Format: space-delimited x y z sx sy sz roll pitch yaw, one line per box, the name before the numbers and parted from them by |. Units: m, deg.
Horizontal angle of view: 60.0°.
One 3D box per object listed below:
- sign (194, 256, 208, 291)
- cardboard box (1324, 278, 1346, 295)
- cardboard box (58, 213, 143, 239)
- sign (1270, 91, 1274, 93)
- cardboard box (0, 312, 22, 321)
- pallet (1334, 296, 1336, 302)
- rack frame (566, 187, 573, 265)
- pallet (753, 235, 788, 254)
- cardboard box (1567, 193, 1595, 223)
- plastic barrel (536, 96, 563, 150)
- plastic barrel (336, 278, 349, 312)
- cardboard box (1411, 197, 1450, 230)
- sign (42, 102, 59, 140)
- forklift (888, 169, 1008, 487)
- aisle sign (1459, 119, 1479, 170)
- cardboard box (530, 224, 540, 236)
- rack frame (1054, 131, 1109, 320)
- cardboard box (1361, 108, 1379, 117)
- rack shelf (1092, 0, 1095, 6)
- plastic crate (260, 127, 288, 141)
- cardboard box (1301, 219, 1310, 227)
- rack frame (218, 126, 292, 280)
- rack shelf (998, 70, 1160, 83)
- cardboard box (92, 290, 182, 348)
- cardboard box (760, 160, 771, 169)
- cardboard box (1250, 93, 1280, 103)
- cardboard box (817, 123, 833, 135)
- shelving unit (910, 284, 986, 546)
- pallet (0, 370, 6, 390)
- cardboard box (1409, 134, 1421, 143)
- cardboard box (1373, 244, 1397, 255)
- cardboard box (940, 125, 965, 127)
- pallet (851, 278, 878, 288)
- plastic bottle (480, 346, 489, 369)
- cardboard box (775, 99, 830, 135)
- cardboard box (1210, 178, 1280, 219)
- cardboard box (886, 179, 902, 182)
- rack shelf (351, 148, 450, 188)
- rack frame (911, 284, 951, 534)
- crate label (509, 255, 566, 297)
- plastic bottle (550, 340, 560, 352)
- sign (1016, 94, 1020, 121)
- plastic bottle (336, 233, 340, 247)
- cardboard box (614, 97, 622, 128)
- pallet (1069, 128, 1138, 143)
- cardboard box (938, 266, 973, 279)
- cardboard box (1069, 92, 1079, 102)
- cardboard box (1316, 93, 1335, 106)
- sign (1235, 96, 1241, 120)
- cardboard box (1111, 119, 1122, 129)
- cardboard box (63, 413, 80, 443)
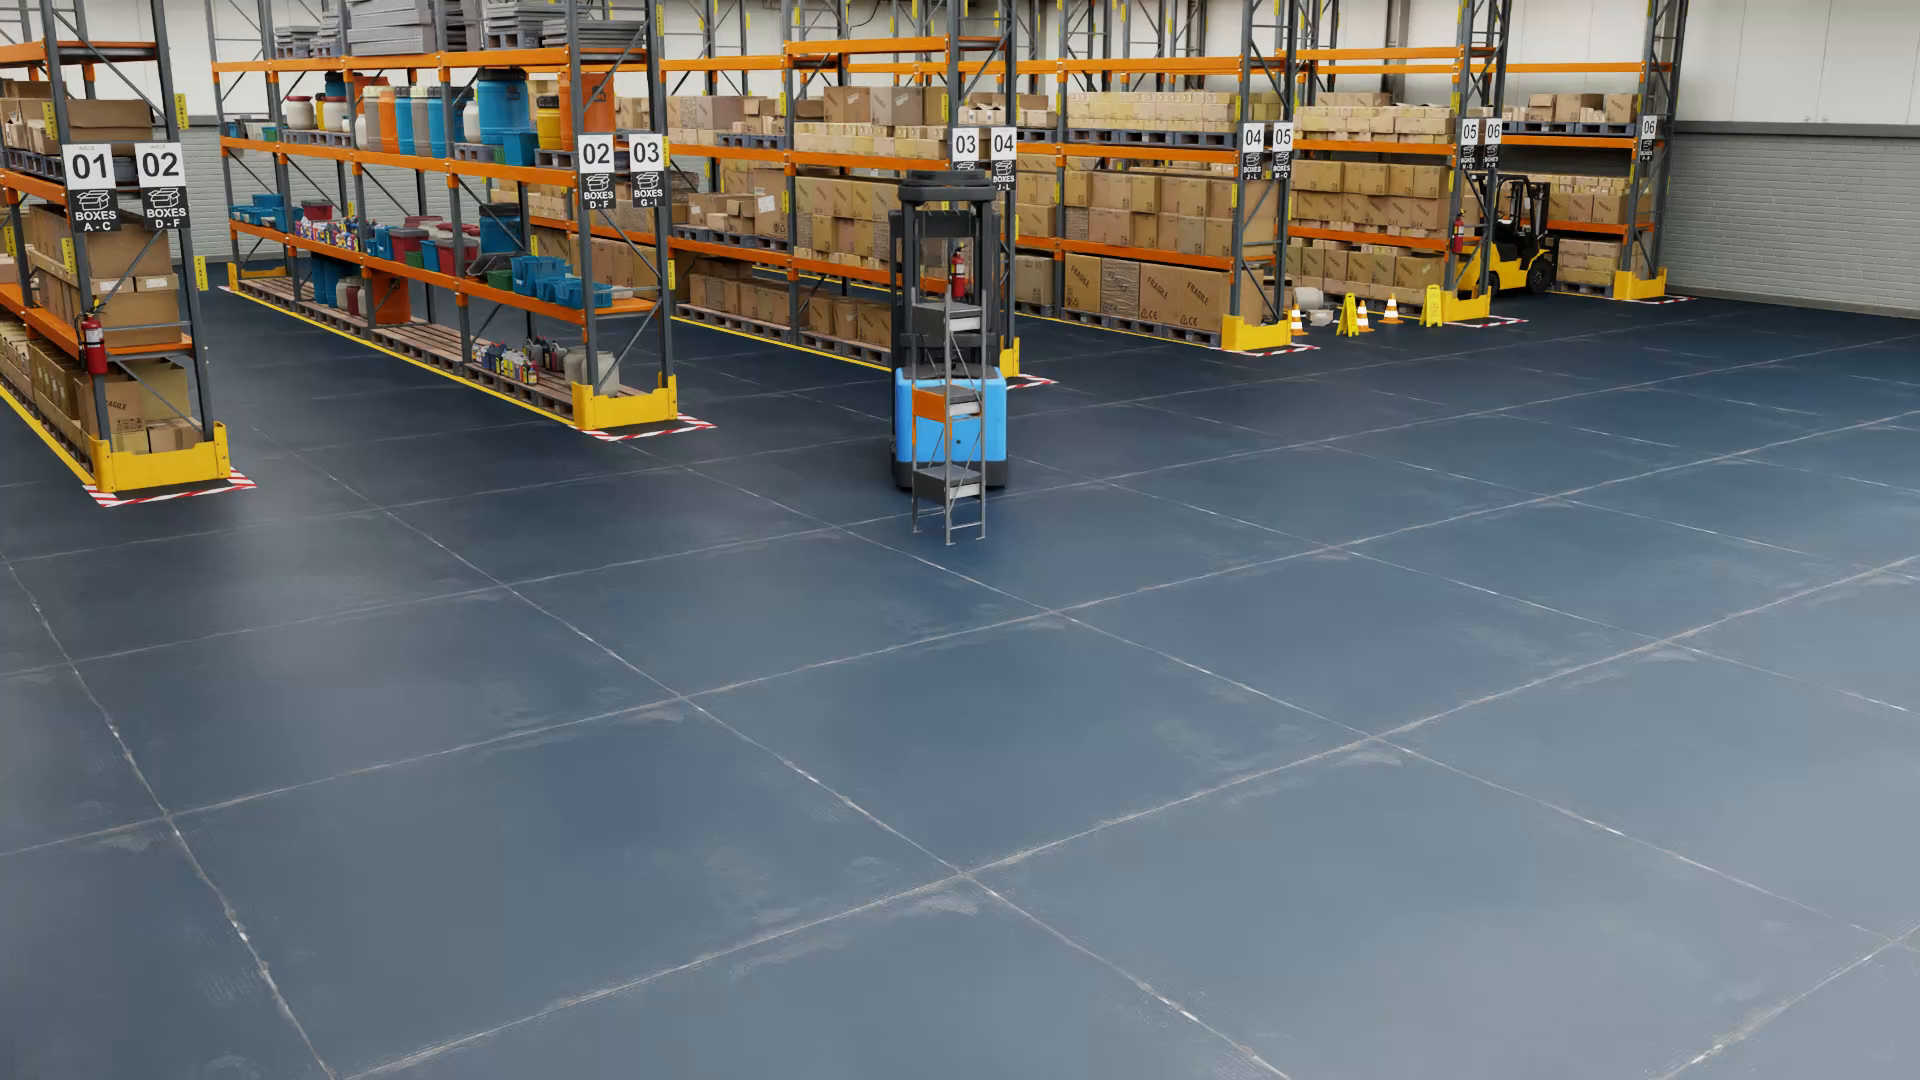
sign | -7.285 -2.559 15.954 0.100 0.325 0.005 -11 19 -35
cardboard box | 6.708 -4.431 28.996 0.500 0.250 0.500 -11 19 -35
cardboard box | -8.643 -3.024 16.797 0.700 0.500 0.500 -11 19 -34
sign | 5.495 -7.747 29.290 0.100 0.325 0.005 -11 19 -35
cardboard box | -13.181 -2.896 22.878 0.500 0.500 0.500 -10 18 -32
pallet | 6.365 -4.465 29.988 1.003 0.211 1.213 -11 19 -35
rack frame | -6.778 -6.118 30.746 1.000 3.000 0.127 -11 19 -35
pallet | -2.406 -4.503 25.208 1.003 0.211 1.213 -11 19 -35
cardboard box | 11.507 -6.089 30.453 0.500 0.500 0.500 -10 18 -33
plastic barrel | -4.502 -4.750 18.916 0.600 0.588 0.600 0 15 0
plastic barrel | -9.802 -3.947 26.732 0.421 0.512 0.421 0 15 0
cardboard box | 7.752 -5.358 27.218 0.500 0.500 0.500 -11 19 -36
sign | -8.185 -3.773 14.969 0.100 0.325 0.005 -11 19 -35
forklift | -0.160 -2.246 16.729 1.130 2.935 3.031 -1 15 -3
aisle sign | 8.096 -6.289 26.447 0.394 0.787 0.004 -11 19 -35
cardboard box | -8.154 -5.831 32.927 0.875 0.875 0.875 -11 19 -35
rack frame | 1.997 -5.158 27.238 1.000 3.000 0.127 -11 19 -35
cardboard box | 6.927 -7.152 27.809 0.380 0.149 0.250 -10 18 -33
rack shelf | 4.075 -13.004 39.608 1.077 0.370 4.000 -11 19 -35
plastic crate | -11.578 -6.860 28.092 0.416 0.233 0.300 -11 19 -35
cardboard box | 6.239 -5.611 29.372 0.380 0.149 0.250 -11 19 -35
rack frame | -13.136 -6.203 31.057 1.000 3.000 0.127 -11 19 -35
rack shelf | 2.414 -9.582 34.161 1.077 0.370 4.000 -11 19 -35
cardboard box | -8.002 -2.168 16.127 0.700 0.500 0.500 -11 19 -35
cardboard box | -3.799 -7.819 34.316 0.500 0.500 0.500 -10 18 -33
cardboard box | 4.410 -6.385 24.022 0.380 0.149 0.250 -11 19 -34
cardboard box | -1.778 -5.751 23.253 0.380 0.149 0.250 -11 19 -34
shelving unit | -0.097 -1.048 13.928 0.431 2.100 0.503 -11 19 -35
pallet | -11.989 -2.200 21.713 1.003 0.211 1.213 -11 19 -35
cardboard box | 7.556 -6.562 27.163 0.380 0.149 0.250 -10 18 -33
cardboard box | 7.196 -4.897 28.050 0.380 0.149 0.250 -10 18 -34
cardboard box | -0.122 -5.391 21.938 0.380 0.149 0.250 -10 18 -32
pallet | -1.526 -5.094 32.289 1.003 0.211 1.213 -11 19 -35
plastic bottle | -6.035 -2.338 21.263 0.152 0.276 0.135 -10 18 -33
cardboard box | -2.270 -6.224 24.462 0.797 0.503 0.637 -12 19 -37
cardboard box | 4.162 -4.982 24.267 0.875 0.550 0.550 -11 19 -35
cardboard box | -0.707 -4.709 22.953 0.500 0.500 0.500 -11 19 -35
rack shelf | -7.256 -5.167 22.955 1.077 0.370 4.000 -11 19 -35
rack frame | -0.241 -1.100 14.118 0.400 2.100 0.015 -11 19 -35
crate label | -5.030 -3.154 19.852 0.502 0.435 0.616 -11 19 -35
plastic bottle | -5.166 -2.372 21.246 0.144 0.351 0.185 -11 19 -35
sign | 0.717 -5.508 21.180 0.100 0.325 0.005 -11 19 -35
plastic bottle | -9.605 -4.641 25.728 0.097 0.201 0.097 0 15 0
cardboard box | -5.644 -7.395 28.741 0.797 0.503 0.637 -11 19 -35
pallet | 2.470 -6.385 26.210 1.003 0.211 1.213 -11 19 -35
cardboard box | -0.057 -3.463 21.522 0.380 0.149 0.250 -11 19 -35
cardboard box | 1.936 -6.988 26.225 0.380 0.149 0.250 -11 19 -34
cardboard box | 7.832 -9.126 34.882 0.500 0.500 0.500 -11 19 -34
sign | 3.902 -6.058 23.318 0.100 0.325 0.005 -11 19 -35
cardboard box | 2.536 -6.387 25.537 0.380 0.149 0.250 -11 19 -35
cardboard box | -8.891 -1.175 17.099 0.500 0.250 0.500 -11 19 -35
